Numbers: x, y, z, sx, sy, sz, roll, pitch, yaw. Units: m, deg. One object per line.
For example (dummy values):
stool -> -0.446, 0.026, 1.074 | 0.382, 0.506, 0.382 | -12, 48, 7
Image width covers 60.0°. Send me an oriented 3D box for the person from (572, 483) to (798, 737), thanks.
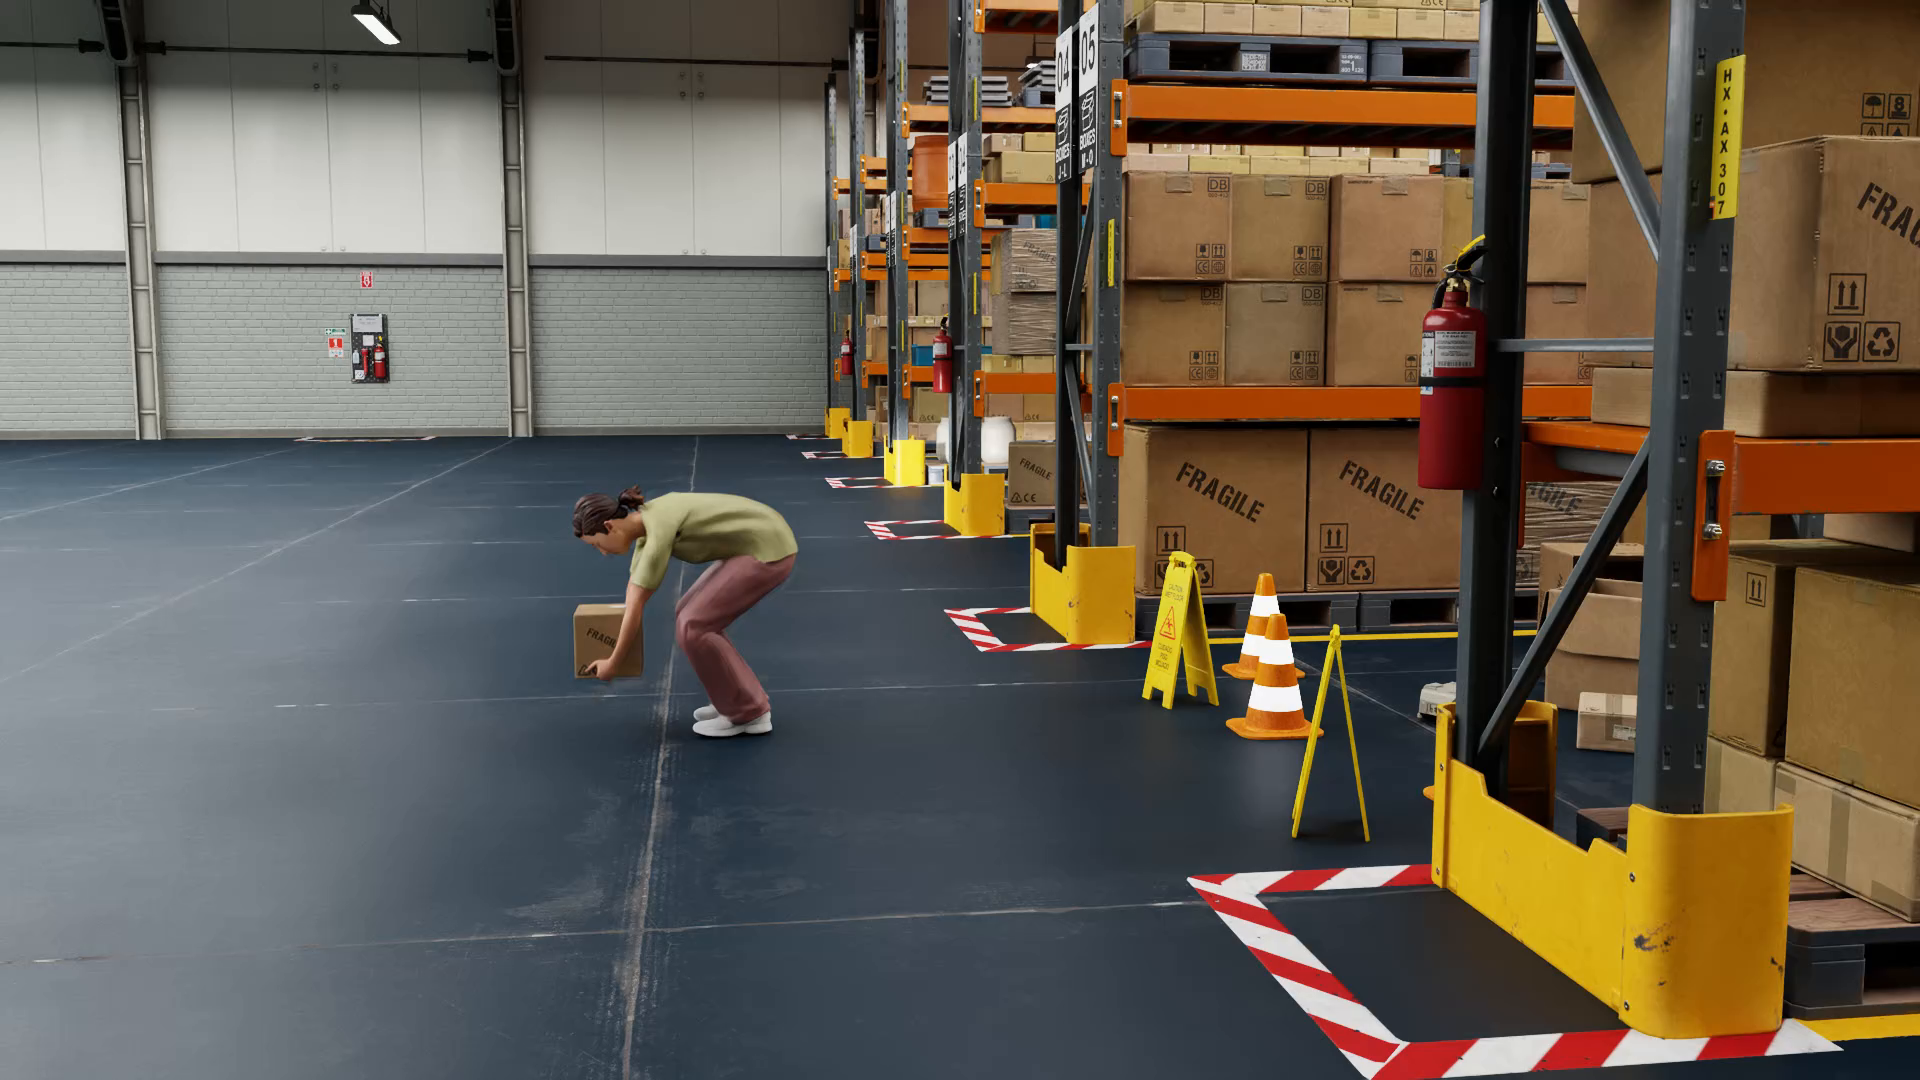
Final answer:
person -> -1.069, 0.264, 6.521 | 0.868, 0.987, 0.472 | -1, 7, -11
